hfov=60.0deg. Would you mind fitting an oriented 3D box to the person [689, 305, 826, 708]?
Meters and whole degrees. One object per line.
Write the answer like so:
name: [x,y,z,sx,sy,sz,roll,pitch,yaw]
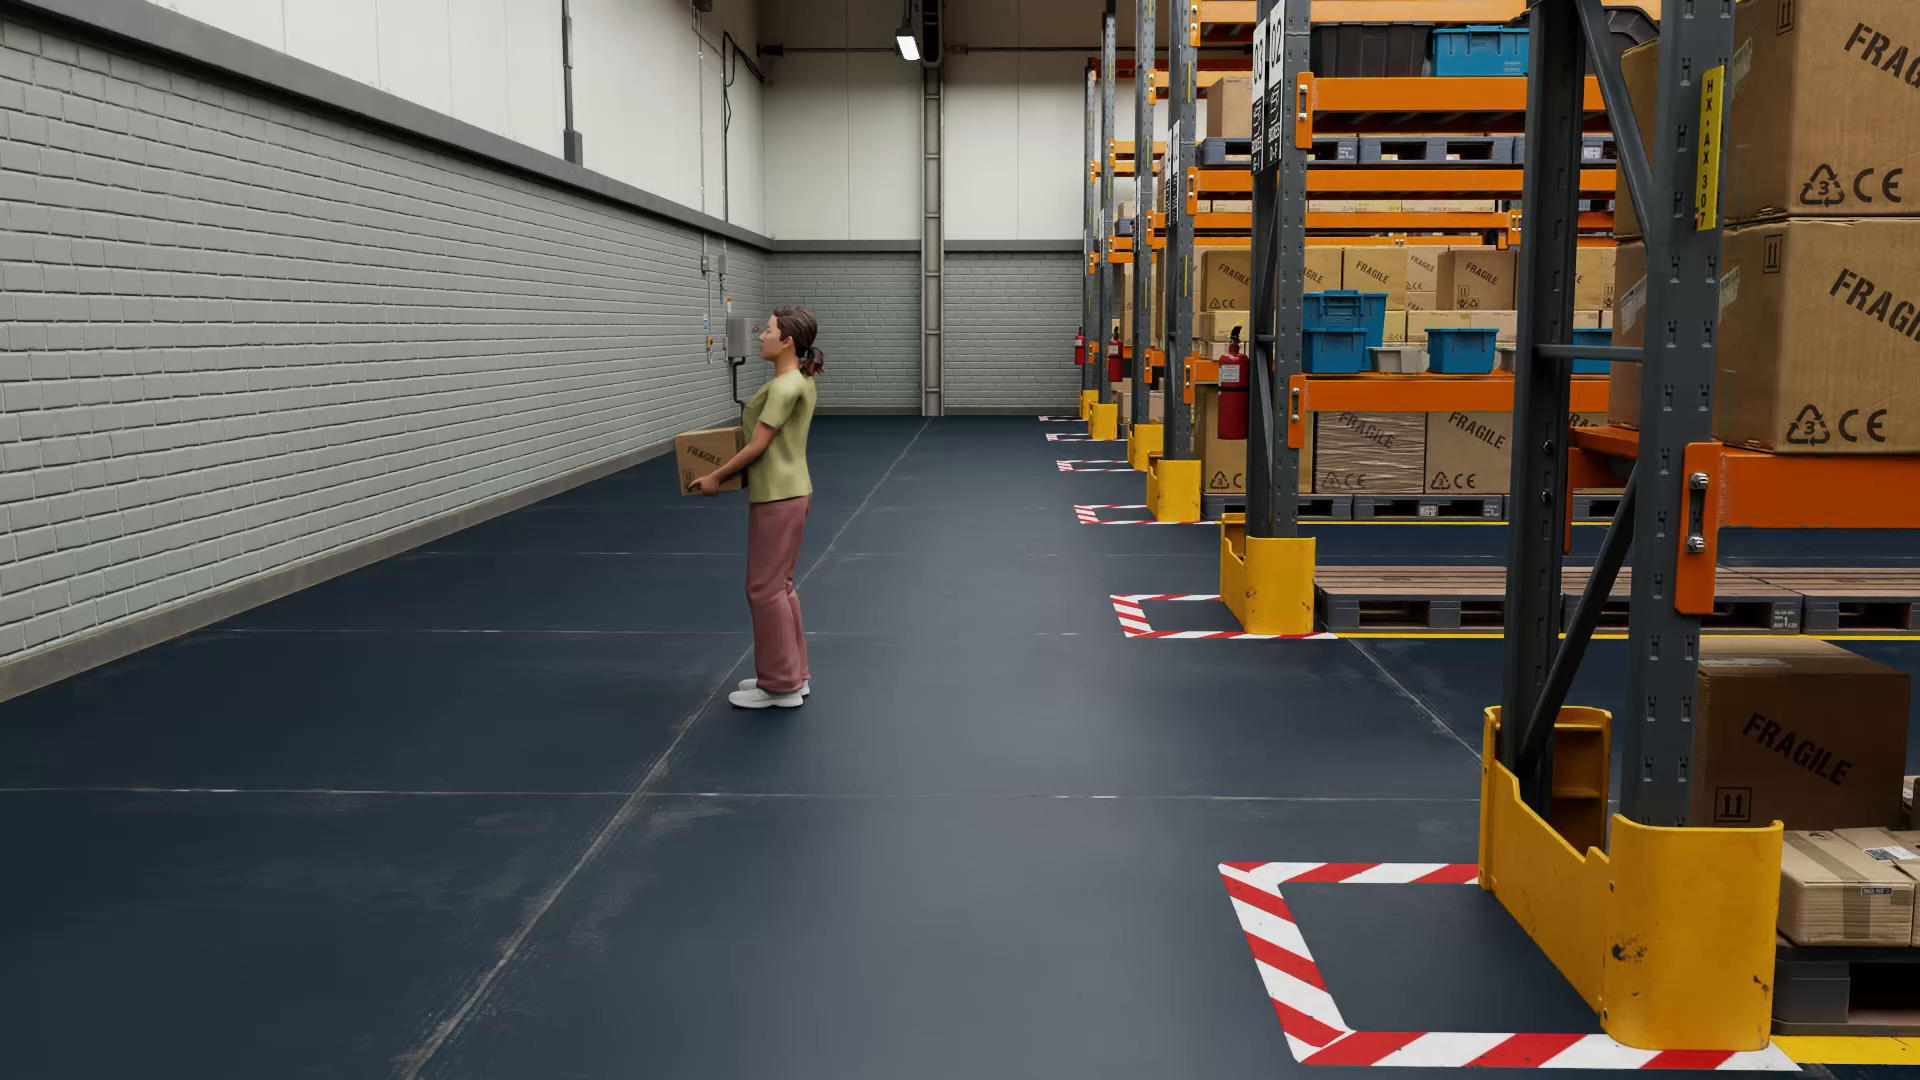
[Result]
person: [-0.829,-0.142,6.931,0.559,1.662,0.428,0,7,1]
